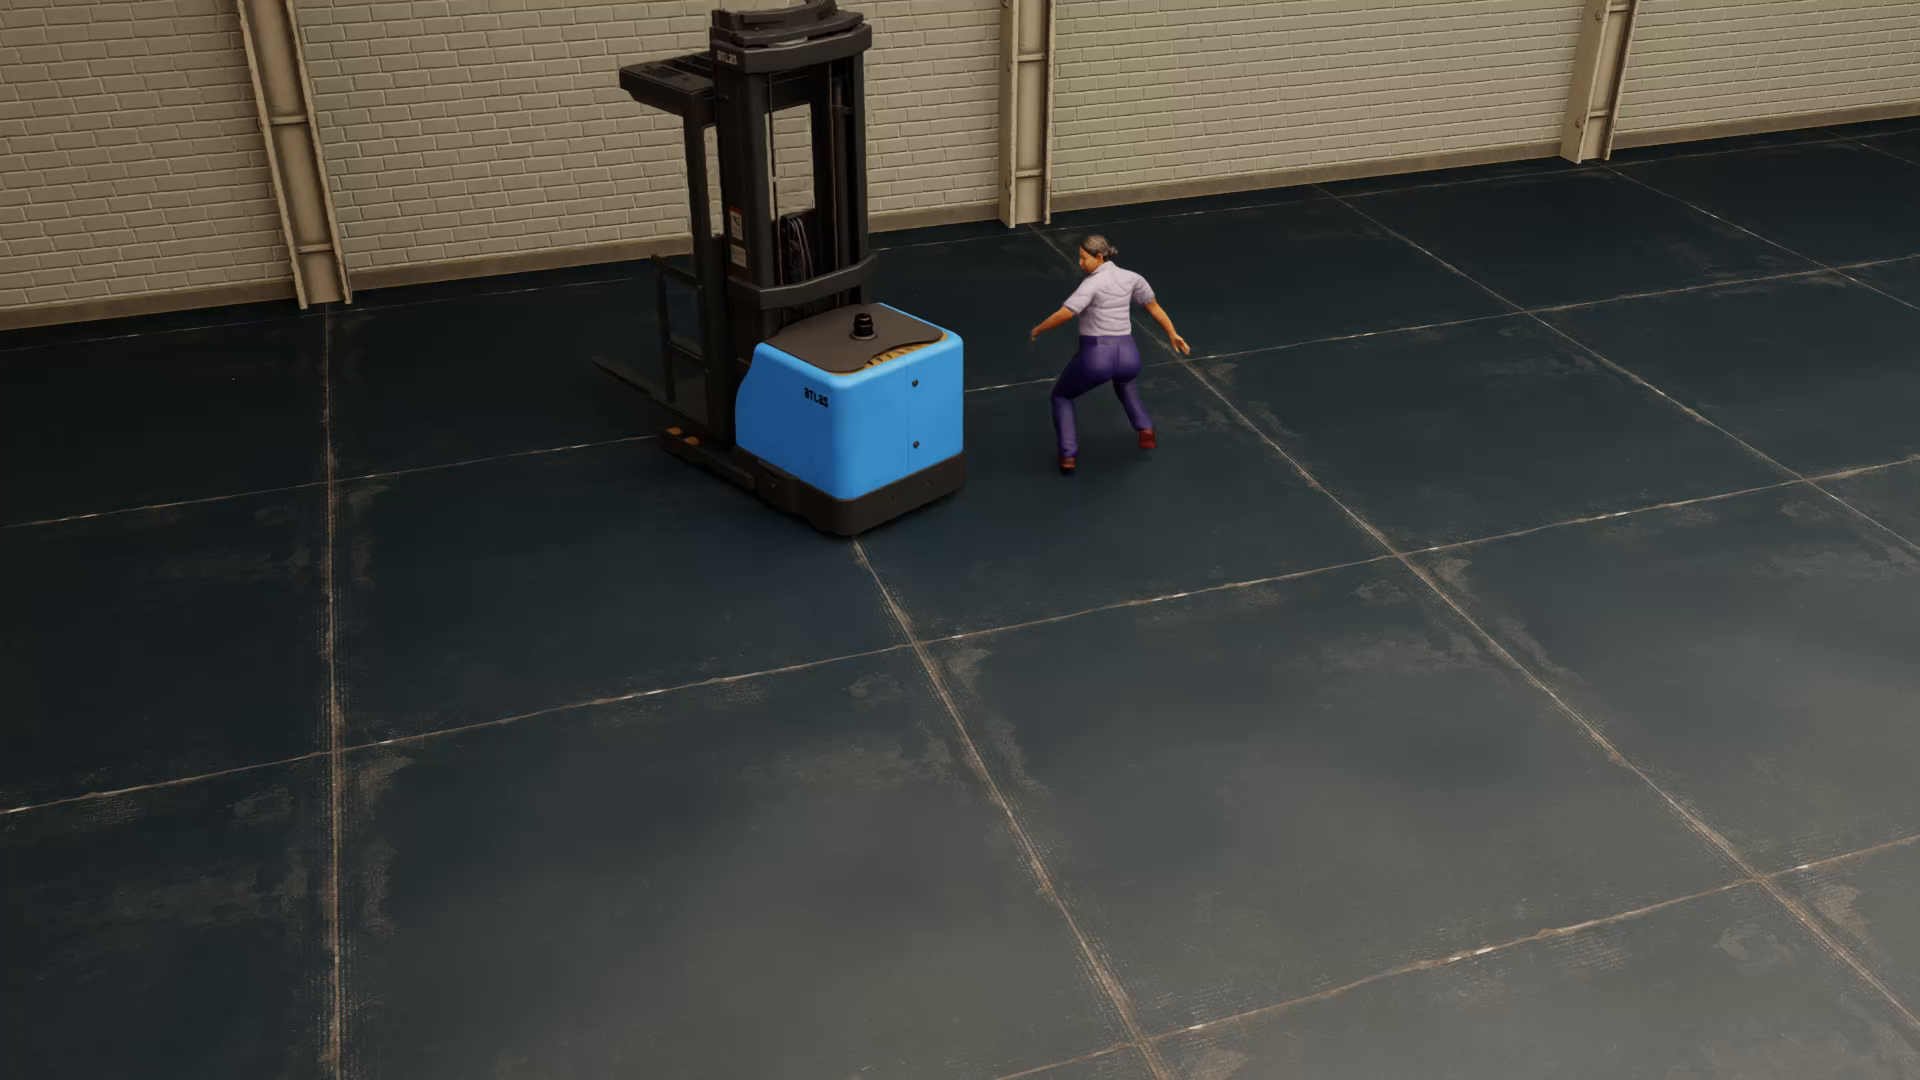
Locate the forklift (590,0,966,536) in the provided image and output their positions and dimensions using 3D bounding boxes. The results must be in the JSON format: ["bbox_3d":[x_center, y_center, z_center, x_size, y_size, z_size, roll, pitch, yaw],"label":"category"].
[{"bbox_3d":[-1.345,-1.937,10.454,1.130,2.935,3.031,-25,38,-37],"label":"forklift"}]

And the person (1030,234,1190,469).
[{"bbox_3d":[0.959,-1.183,10.690,0.946,1.565,0.510,-14,33,-23],"label":"person"}]
